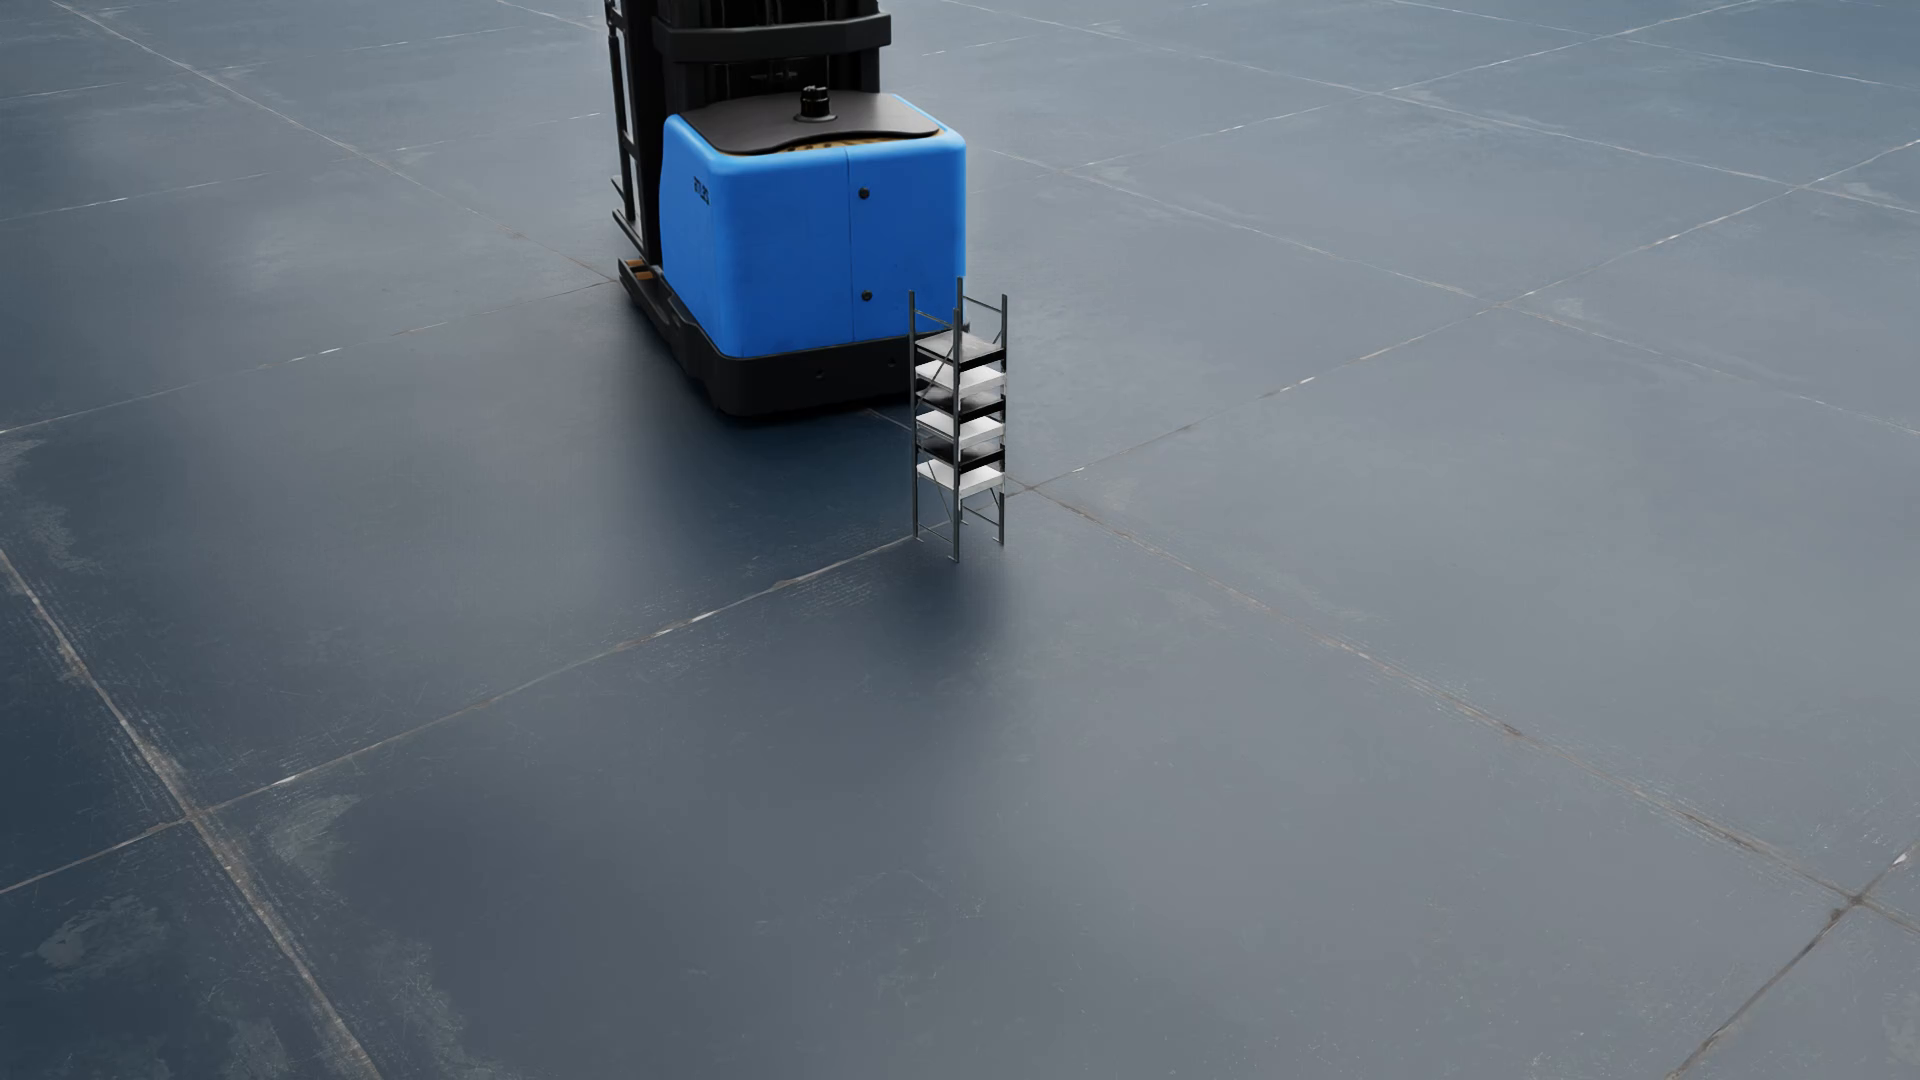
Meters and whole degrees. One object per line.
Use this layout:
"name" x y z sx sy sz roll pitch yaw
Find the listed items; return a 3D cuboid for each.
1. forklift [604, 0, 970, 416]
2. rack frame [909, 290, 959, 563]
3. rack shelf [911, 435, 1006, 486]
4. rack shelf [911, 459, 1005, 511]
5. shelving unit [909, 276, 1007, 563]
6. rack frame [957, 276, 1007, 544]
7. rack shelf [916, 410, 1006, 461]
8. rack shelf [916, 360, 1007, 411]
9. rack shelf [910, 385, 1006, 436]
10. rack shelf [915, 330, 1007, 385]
"forklift" -0.985 -2.451 7.226 1.130 2.935 3.031 -11 30 -19
"rack frame" -0.084 -0.363 5.475 0.006 0.900 0.240 -22 35 -35
"rack shelf" -0.006 -0.286 5.591 0.200 0.077 0.258 -22 35 -35
"rack shelf" -0.006 -0.206 5.634 0.200 0.077 0.258 -22 35 -35
"shelving unit" -0.006 -0.394 5.533 0.210 0.900 0.258 -22 35 -35
"rack frame" 0.071 -0.426 5.591 0.006 0.900 0.240 -22 35 -35
"rack shelf" -0.006 -0.365 5.549 0.200 0.077 0.258 -22 35 -35
"rack shelf" -0.006 -0.524 5.464 0.200 0.077 0.258 -22 35 -35
"rack shelf" -0.006 -0.444 5.507 0.200 0.077 0.258 -22 35 -35
"rack shelf" -0.006 -0.603 5.422 0.200 0.077 0.258 -22 35 -35
